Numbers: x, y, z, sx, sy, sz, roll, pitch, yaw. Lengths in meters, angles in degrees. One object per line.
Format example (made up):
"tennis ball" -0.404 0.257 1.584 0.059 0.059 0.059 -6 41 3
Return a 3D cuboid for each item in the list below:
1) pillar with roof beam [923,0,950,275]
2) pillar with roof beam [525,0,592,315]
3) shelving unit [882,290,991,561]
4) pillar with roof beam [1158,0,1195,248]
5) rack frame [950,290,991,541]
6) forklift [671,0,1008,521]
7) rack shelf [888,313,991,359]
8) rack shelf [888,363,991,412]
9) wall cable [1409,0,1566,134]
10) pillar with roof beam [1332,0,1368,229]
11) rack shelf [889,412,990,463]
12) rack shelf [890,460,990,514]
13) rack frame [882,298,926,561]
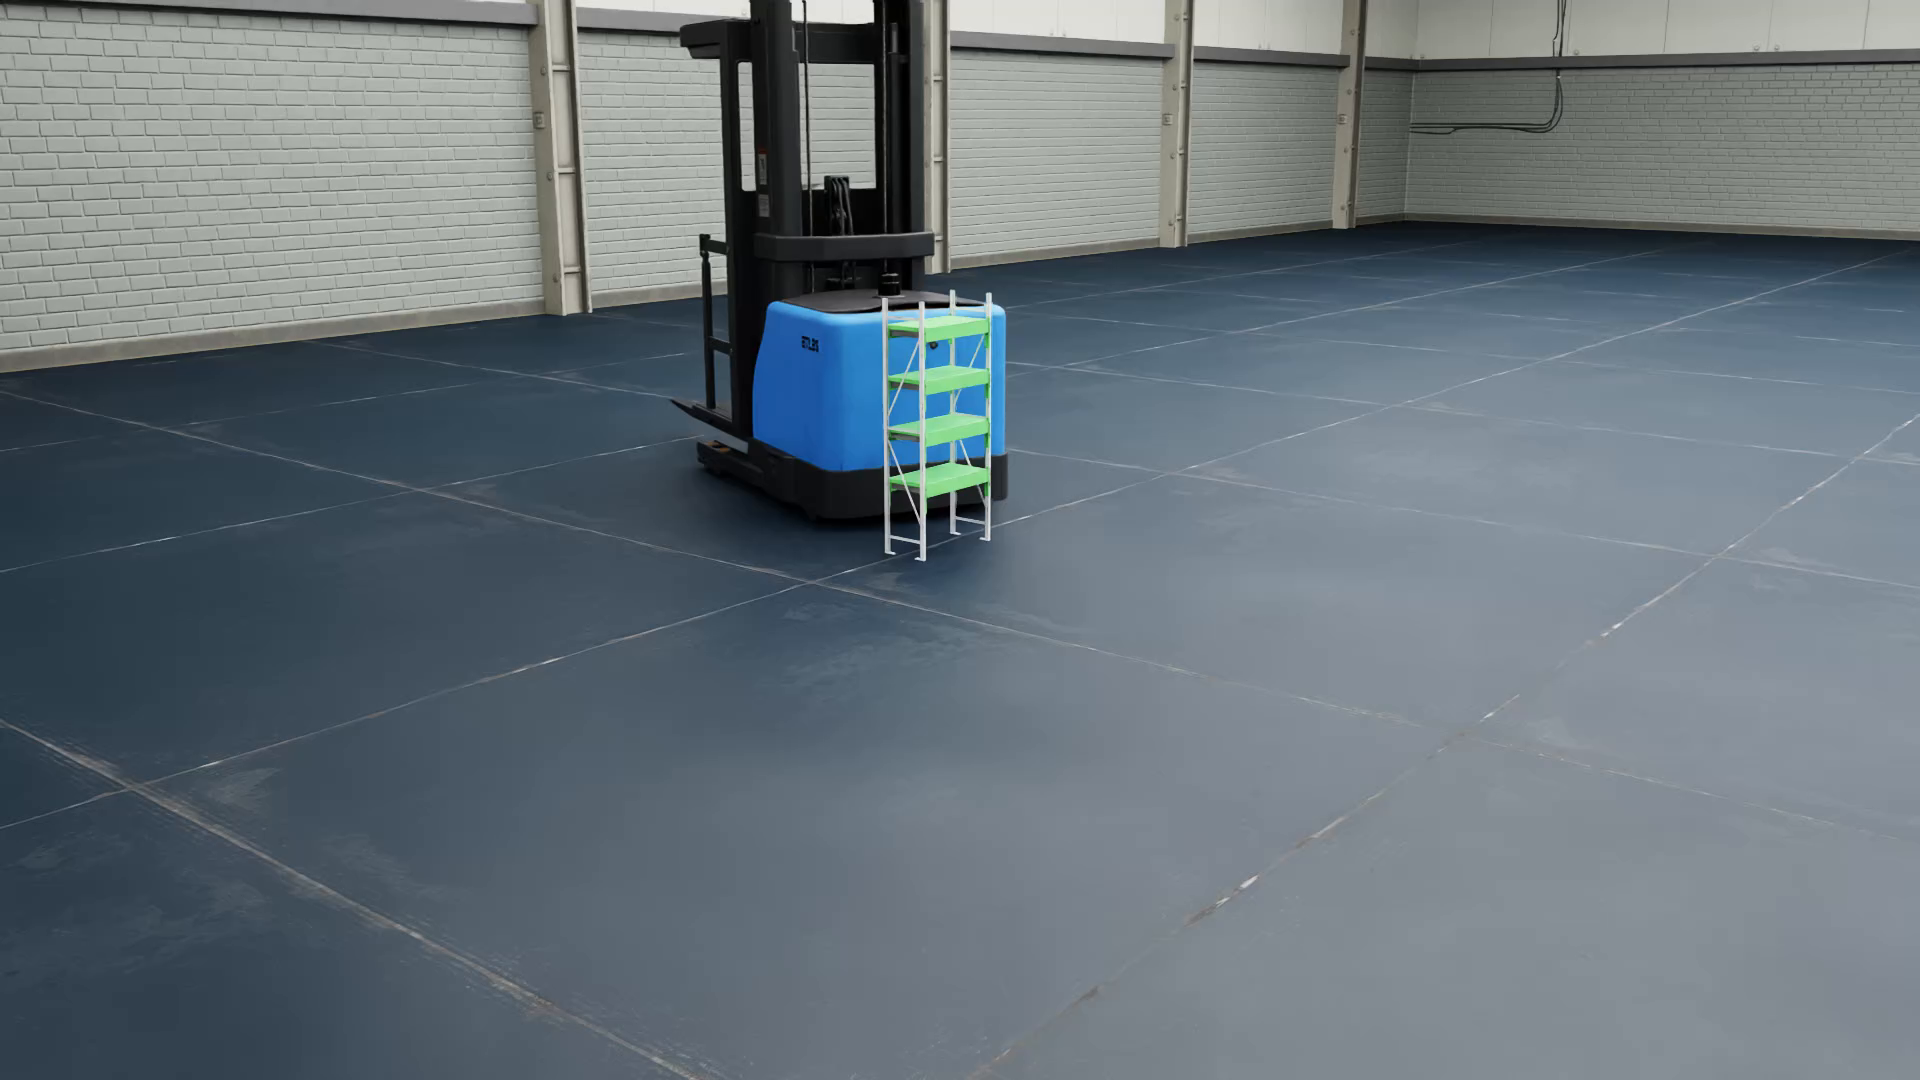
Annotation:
"pillar with roof beam" 2.982 -7.246 18.369 9.100 9.000 0.400 11 18 38
"pillar with roof beam" -0.789 -6.097 13.846 9.100 9.000 0.400 11 18 38
"shelving unit" -0.104 -0.550 7.850 0.258 1.200 0.503 11 18 38
"pillar with roof beam" 6.753 -8.395 22.892 9.100 9.000 0.400 11 18 38
"rack frame" 0.049 -0.597 8.034 0.240 1.200 0.015 11 18 38
"forklift" -0.884 -1.834 9.389 1.130 2.935 3.031 -7 16 -27
"rack shelf" -0.104 -0.953 7.748 0.258 0.148 0.480 11 18 38
"rack shelf" -0.104 -0.721 7.807 0.258 0.148 0.480 11 18 38
"wall cable" 10.055 -9.065 31.835 3.097 2.526 0.112 11 18 38
"pillar with roof beam" 10.524 -9.544 27.415 9.100 9.000 0.400 11 18 38
"rack shelf" -0.104 -0.488 7.866 0.258 0.148 0.480 11 18 38
"rack shelf" -0.104 -0.255 7.925 0.258 0.148 0.480 11 18 38
"rack frame" -0.257 -0.503 7.666 0.240 1.200 0.015 11 18 38
